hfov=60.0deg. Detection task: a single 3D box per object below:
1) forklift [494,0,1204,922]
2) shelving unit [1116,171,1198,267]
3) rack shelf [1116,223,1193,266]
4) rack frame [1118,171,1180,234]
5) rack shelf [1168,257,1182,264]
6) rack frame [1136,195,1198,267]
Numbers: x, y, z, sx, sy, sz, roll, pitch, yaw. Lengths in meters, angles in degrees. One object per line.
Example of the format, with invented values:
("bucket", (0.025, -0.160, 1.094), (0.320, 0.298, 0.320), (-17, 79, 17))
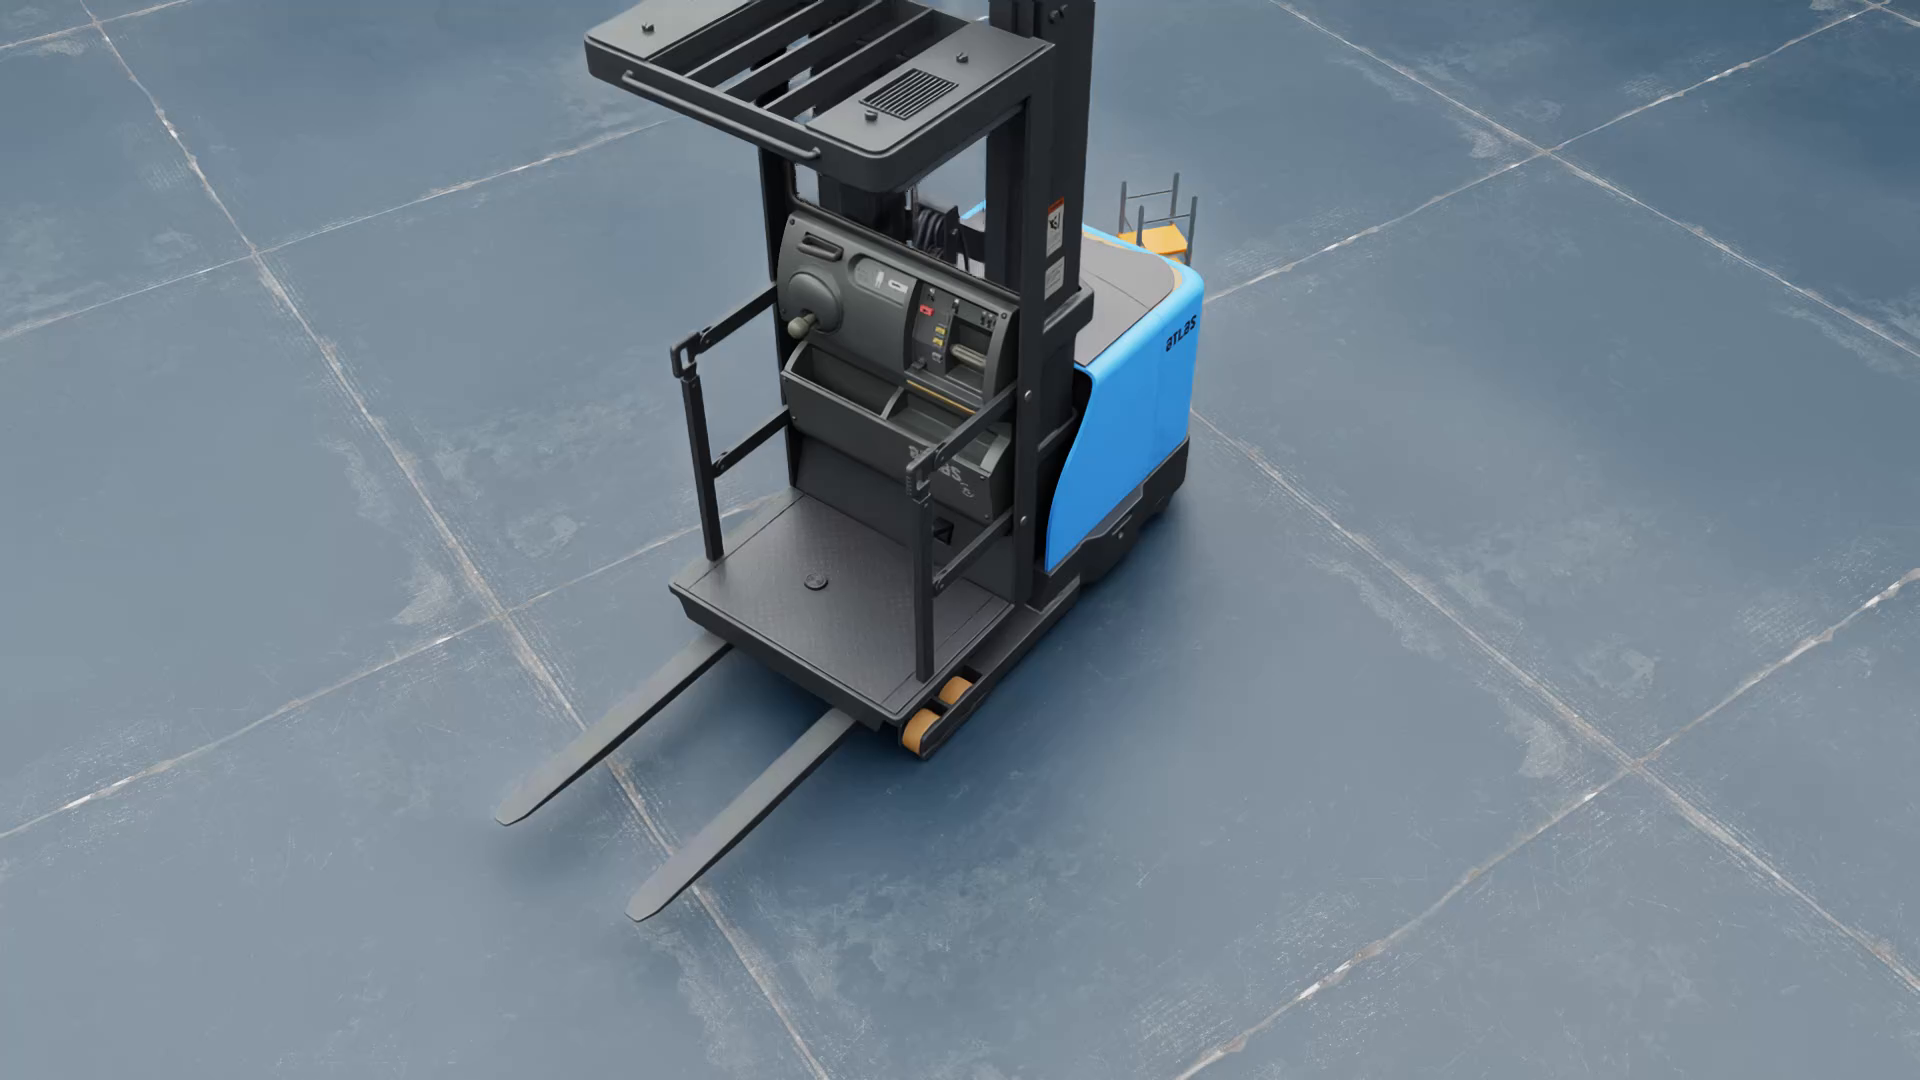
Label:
("forklift", (-0.354, -0.679, 5.339), (1.130, 2.935, 3.031), (28, 50, 26))
("shelving unit", (0.775, -0.926, 6.850), (0.258, 1.200, 0.189), (-12, 45, -12))
("rack shelf", (0.774, -1.154, 6.632), (0.258, 0.103, 0.180), (-12, 45, -12))
("rack frame", (0.748, -0.986, 6.913), (0.240, 1.200, 0.006), (-12, 45, -12))
("rack shelf", (0.774, -1.067, 6.715), (0.258, 0.103, 0.180), (-12, 45, -12))
("rack frame", (0.802, -0.865, 6.786), (0.240, 1.200, 0.006), (-12, 45, -12))
